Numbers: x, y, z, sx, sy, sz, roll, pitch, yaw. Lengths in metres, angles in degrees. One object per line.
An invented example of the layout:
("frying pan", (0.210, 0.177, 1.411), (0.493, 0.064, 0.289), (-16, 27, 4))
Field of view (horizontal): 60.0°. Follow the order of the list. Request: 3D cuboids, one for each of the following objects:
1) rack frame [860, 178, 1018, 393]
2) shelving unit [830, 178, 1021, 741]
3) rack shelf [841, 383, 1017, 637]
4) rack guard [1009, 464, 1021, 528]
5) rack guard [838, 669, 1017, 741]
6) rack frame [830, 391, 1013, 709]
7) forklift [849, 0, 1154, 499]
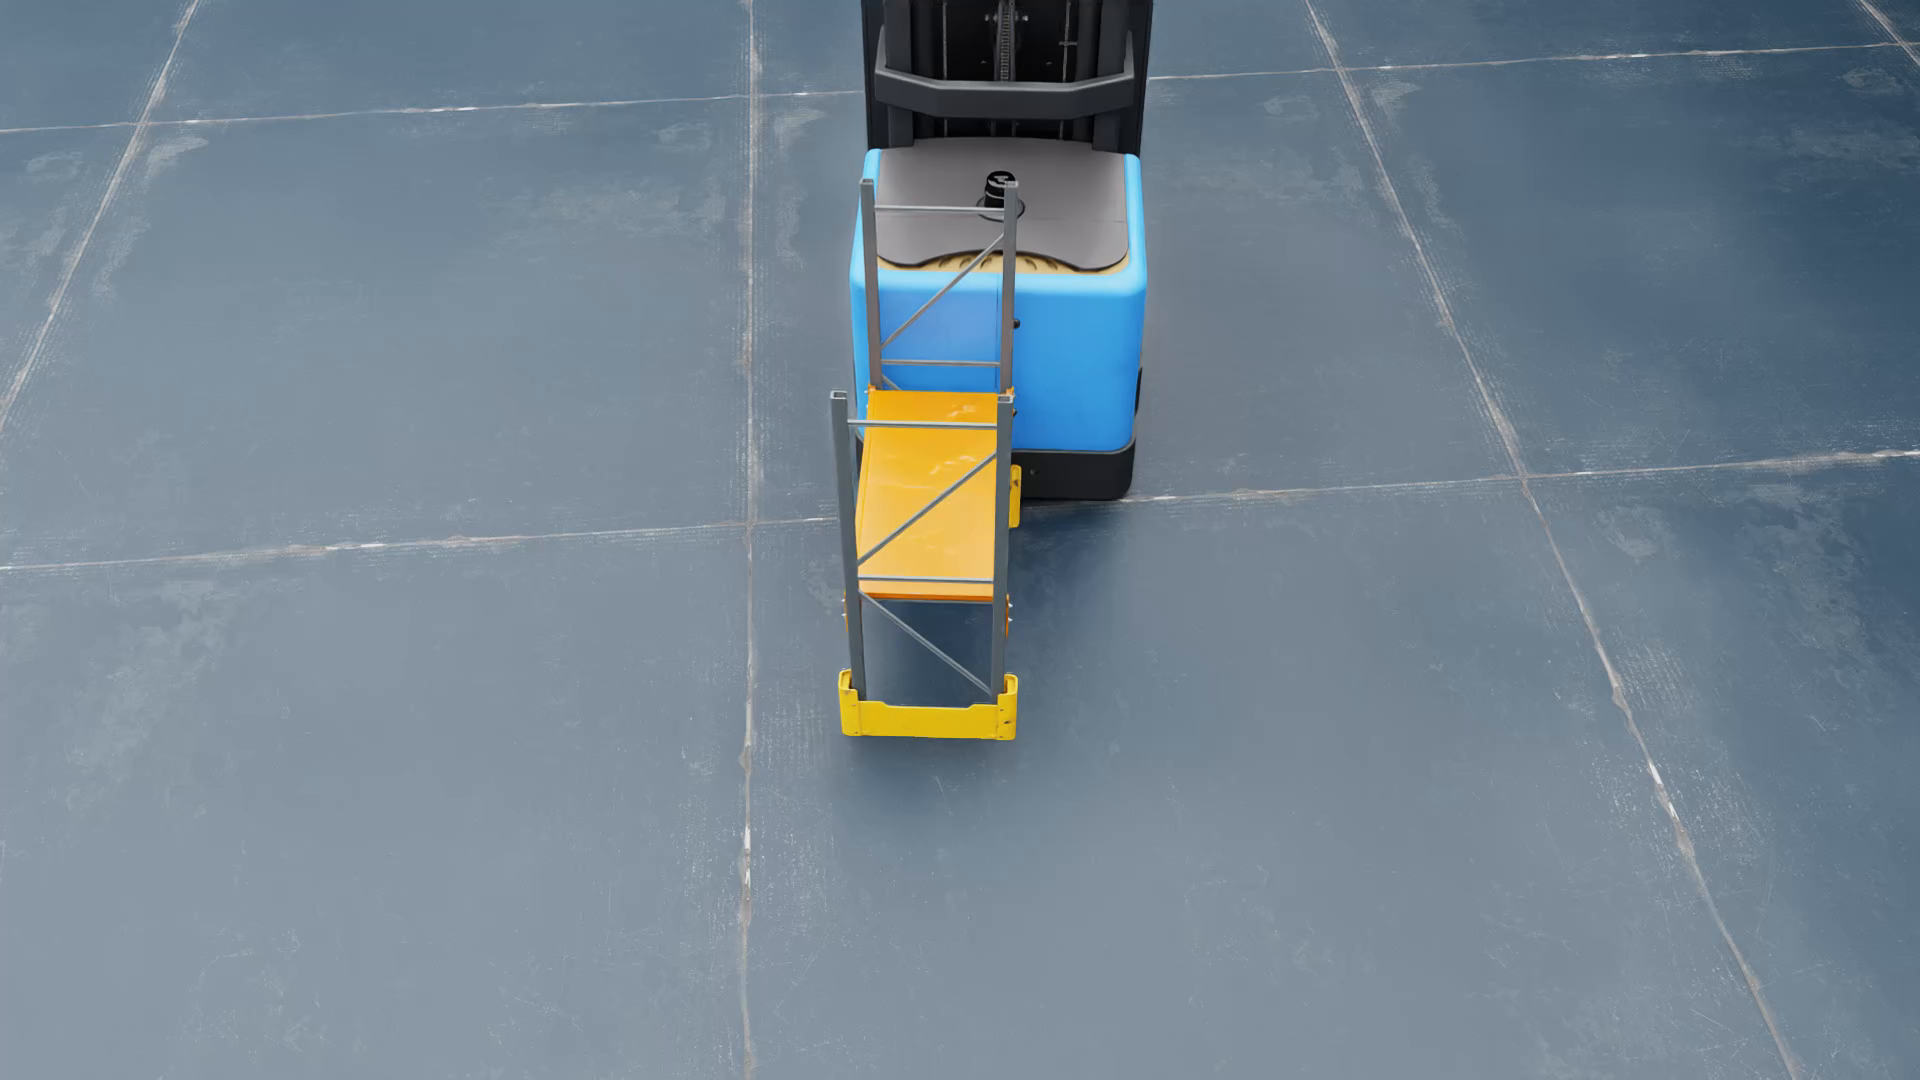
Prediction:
("rack frame", (-0.067, -0.614, 5.799), (0.500, 1.500, 0.032), (2, 47, 1))
("shelving unit", (-0.086, -0.239, 5.443), (0.587, 1.500, 1.083), (2, 47, 1))
("rack shelf", (-0.086, -0.122, 5.580), (0.538, 0.185, 1.000), (2, 47, 1))
("rack guard", (-0.068, -0.170, 6.239), (0.587, 0.250, 0.087), (2, 47, 1))
("rack guard", (-0.105, 0.552, 5.555), (0.587, 0.250, 0.087), (2, 47, 1))
("rack frame", (-0.105, 0.124, 5.100), (0.500, 1.500, 0.032), (2, 47, 1))
("forklift", (0.184, -2.222, 6.336), (1.130, 2.935, 3.031), (2, 47, 1))
